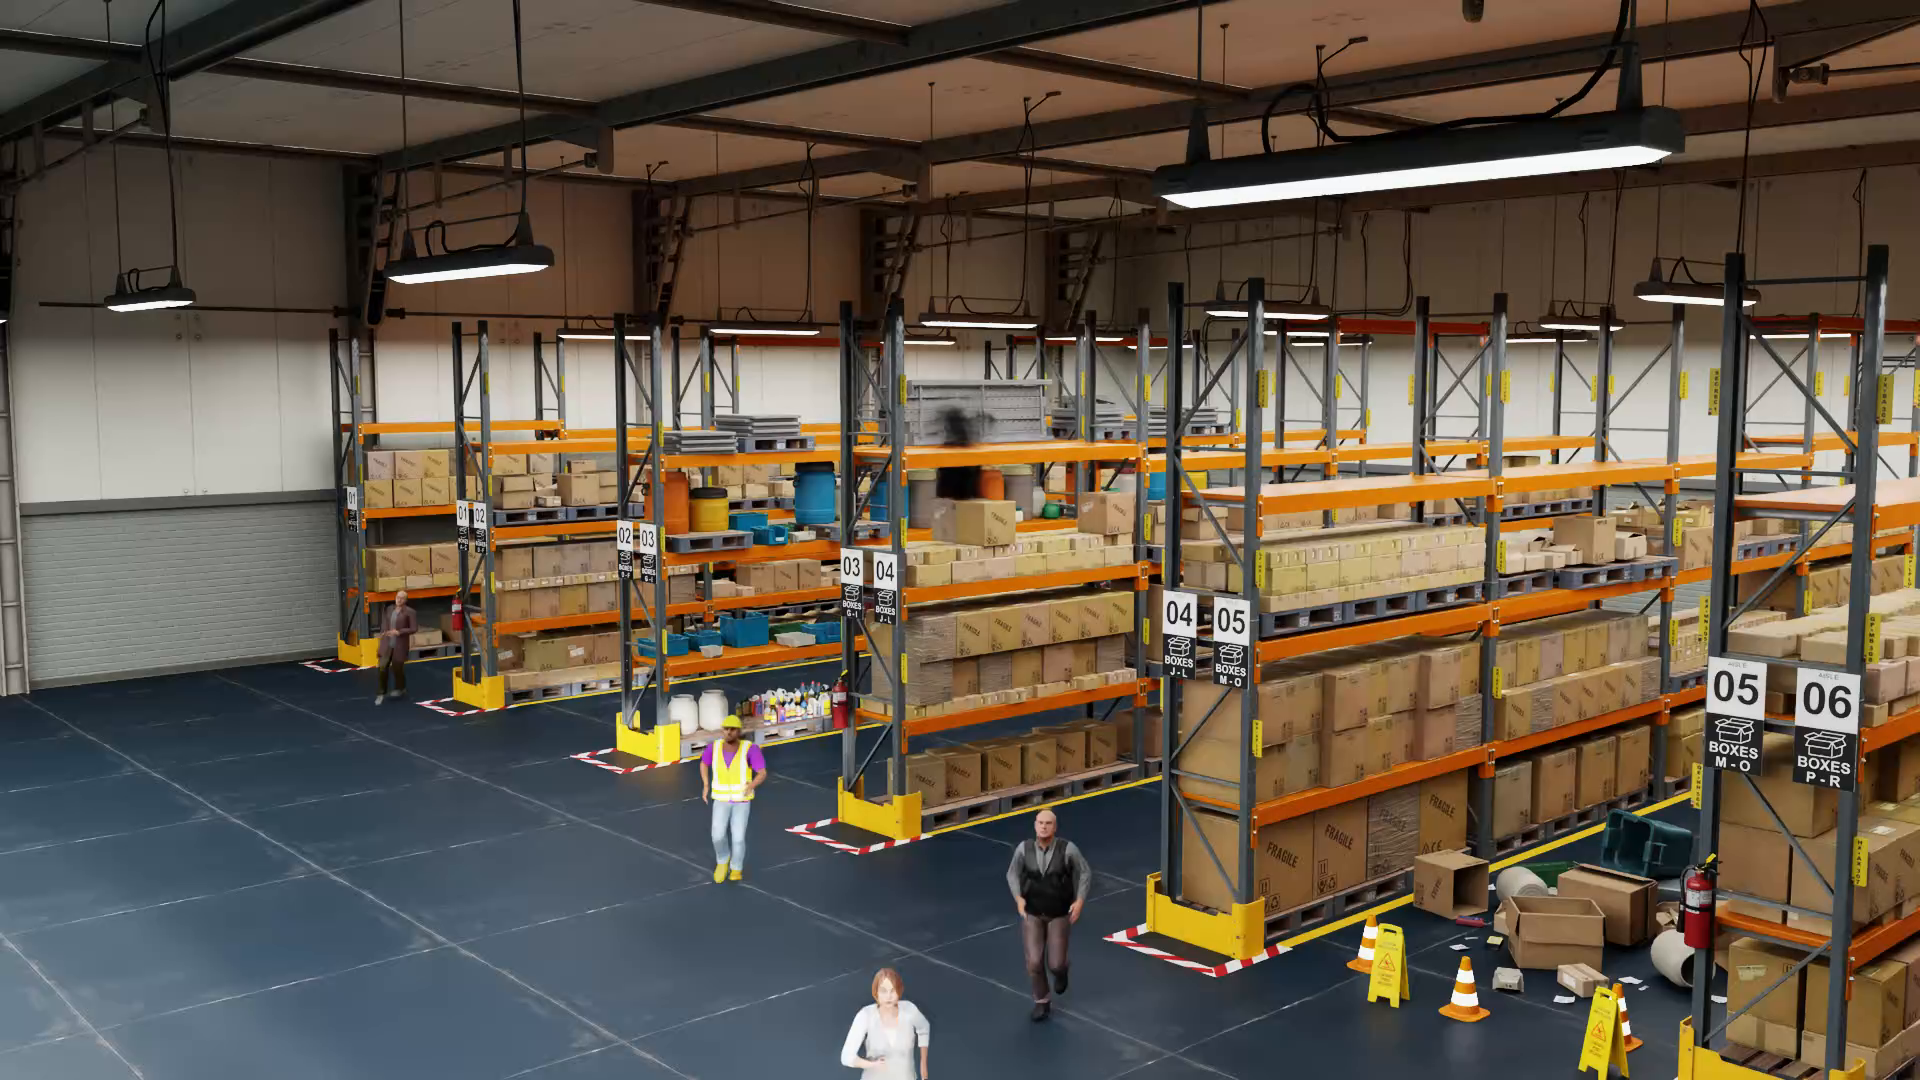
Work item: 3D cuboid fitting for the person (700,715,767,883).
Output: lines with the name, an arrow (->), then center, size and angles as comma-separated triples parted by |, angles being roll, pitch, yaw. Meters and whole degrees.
person -> -2.307, 2.634, 16.835 | 0.699, 1.742, 0.640 | 0, 6, -1

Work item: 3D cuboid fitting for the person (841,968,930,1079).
person -> -0.443, 3.356, 10.060 | 0.558, 1.610, 0.837 | -1, 6, -7

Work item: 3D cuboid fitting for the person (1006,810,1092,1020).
person -> 0.716, 3.003, 13.486 | 0.691, 1.678, 0.604 | 1, 6, 9

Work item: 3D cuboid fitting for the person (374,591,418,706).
person -> -8.866, 1.701, 26.355 | 0.672, 1.819, 0.787 | 0, 6, 4
